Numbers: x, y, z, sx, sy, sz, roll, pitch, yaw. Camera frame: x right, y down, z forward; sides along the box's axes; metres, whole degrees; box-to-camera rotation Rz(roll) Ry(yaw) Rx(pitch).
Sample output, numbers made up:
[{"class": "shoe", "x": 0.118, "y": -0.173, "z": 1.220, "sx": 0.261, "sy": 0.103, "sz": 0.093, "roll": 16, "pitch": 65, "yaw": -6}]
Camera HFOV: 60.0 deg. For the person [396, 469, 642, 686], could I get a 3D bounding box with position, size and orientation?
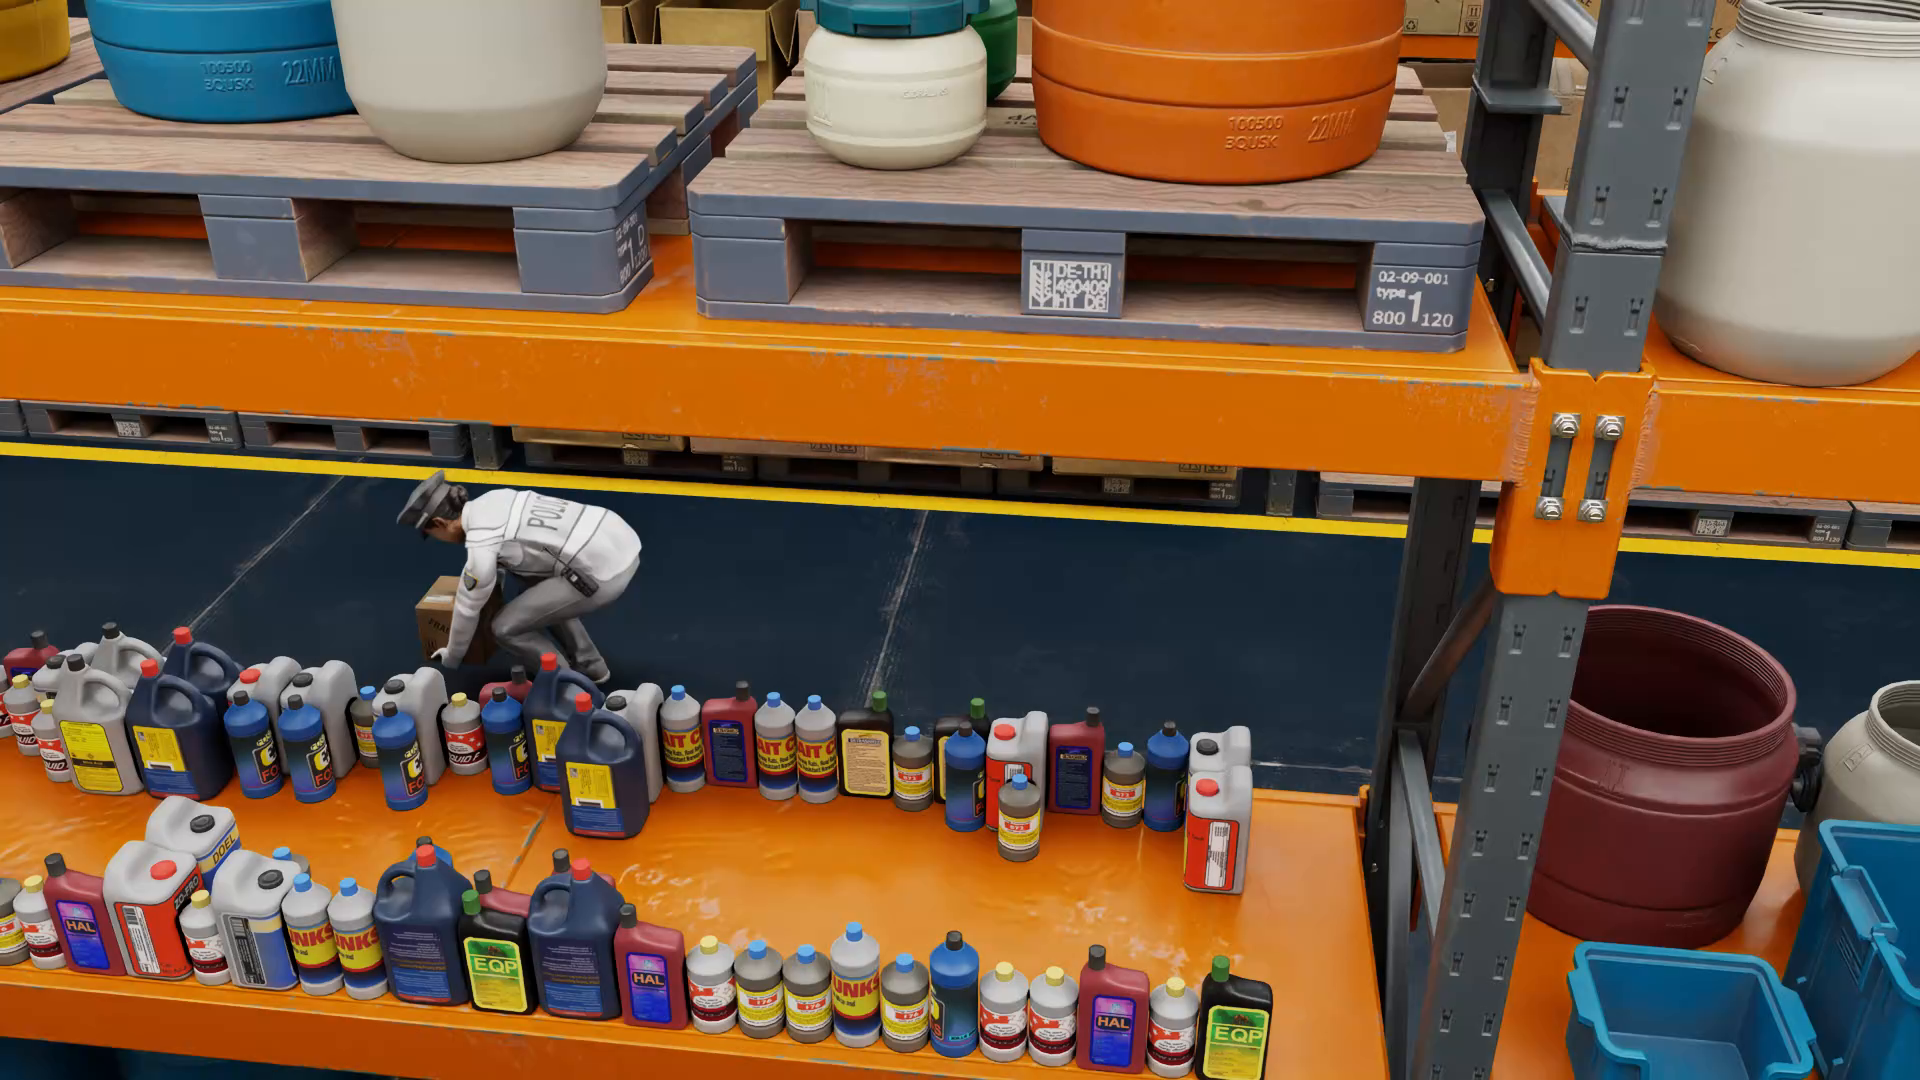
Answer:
[{"class": "person", "x": -1.690, "y": 0.189, "z": 6.490, "sx": 0.898, "sy": 0.989, "sz": 0.453, "roll": 2, "pitch": 29, "yaw": 4}]
